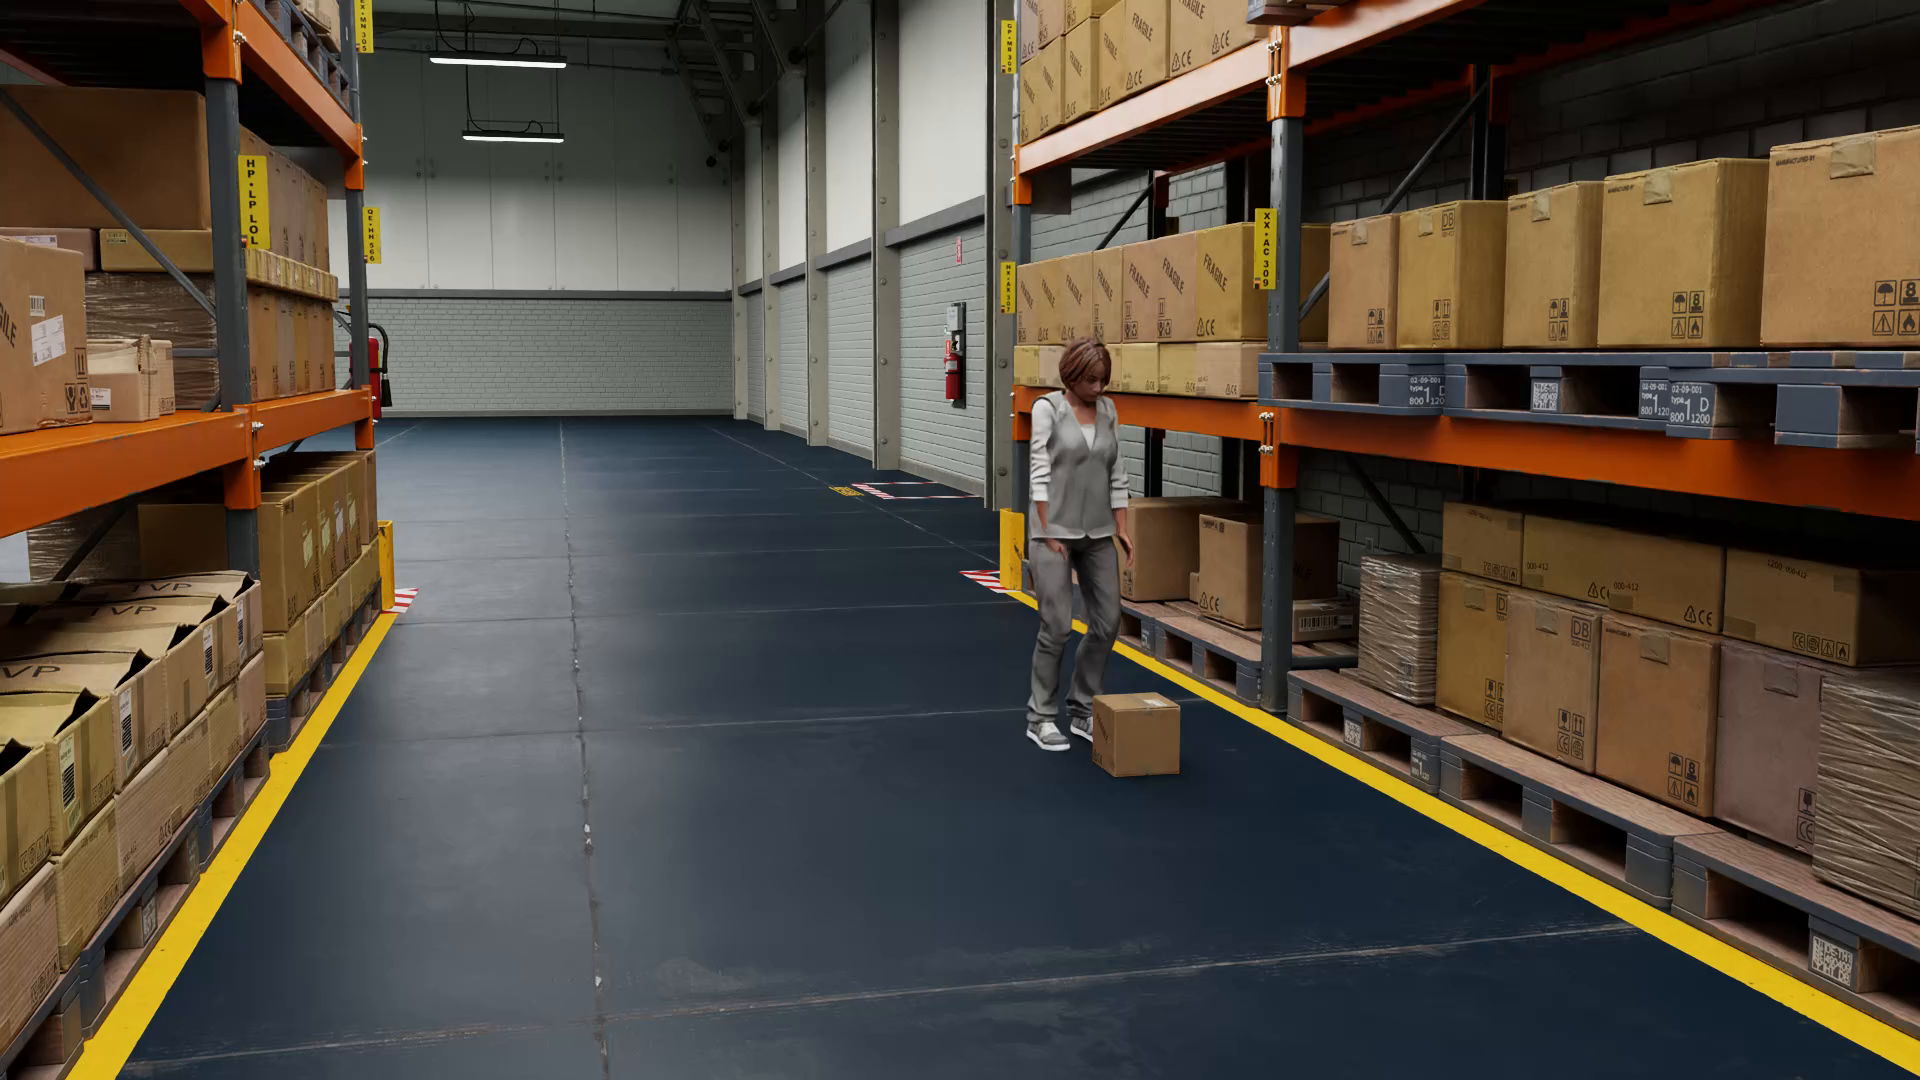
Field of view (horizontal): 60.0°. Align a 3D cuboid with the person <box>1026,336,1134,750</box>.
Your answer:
[{"bbox_3d":[0.459,0.017,6.430,0.417,1.564,0.340,-3,7,-25],"label":"person"}]
